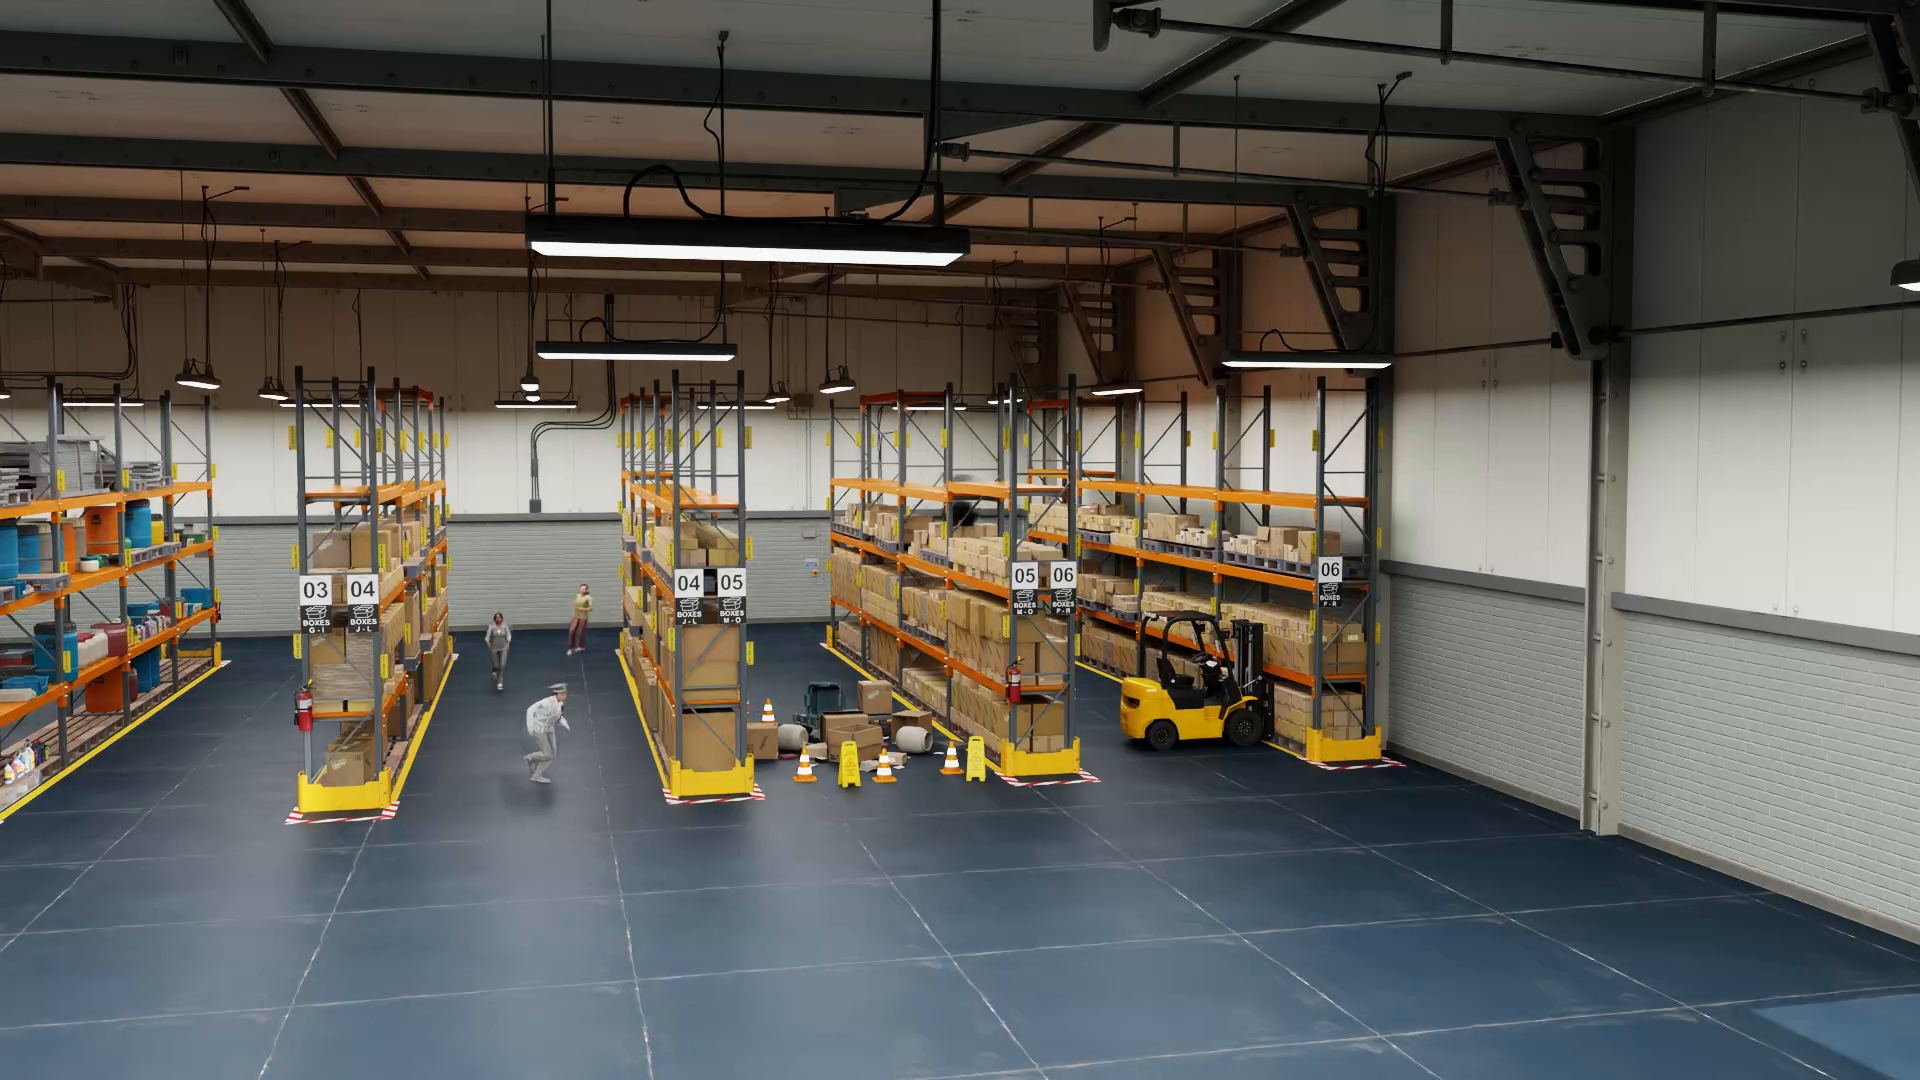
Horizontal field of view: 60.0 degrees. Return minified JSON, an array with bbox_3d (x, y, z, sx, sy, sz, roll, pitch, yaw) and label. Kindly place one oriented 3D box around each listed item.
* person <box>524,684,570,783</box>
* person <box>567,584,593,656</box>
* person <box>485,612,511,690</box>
[{"bbox_3d":[-6.052,2.824,24.253,0.757,1.487,0.642,2,4,28],"label":"person"},{"bbox_3d":[-8.849,1.853,39.000,0.573,1.683,0.693,1,3,9],"label":"person"},{"bbox_3d":[-9.354,2.227,33.695,0.518,1.559,0.657,-1,4,-19],"label":"person"}]
